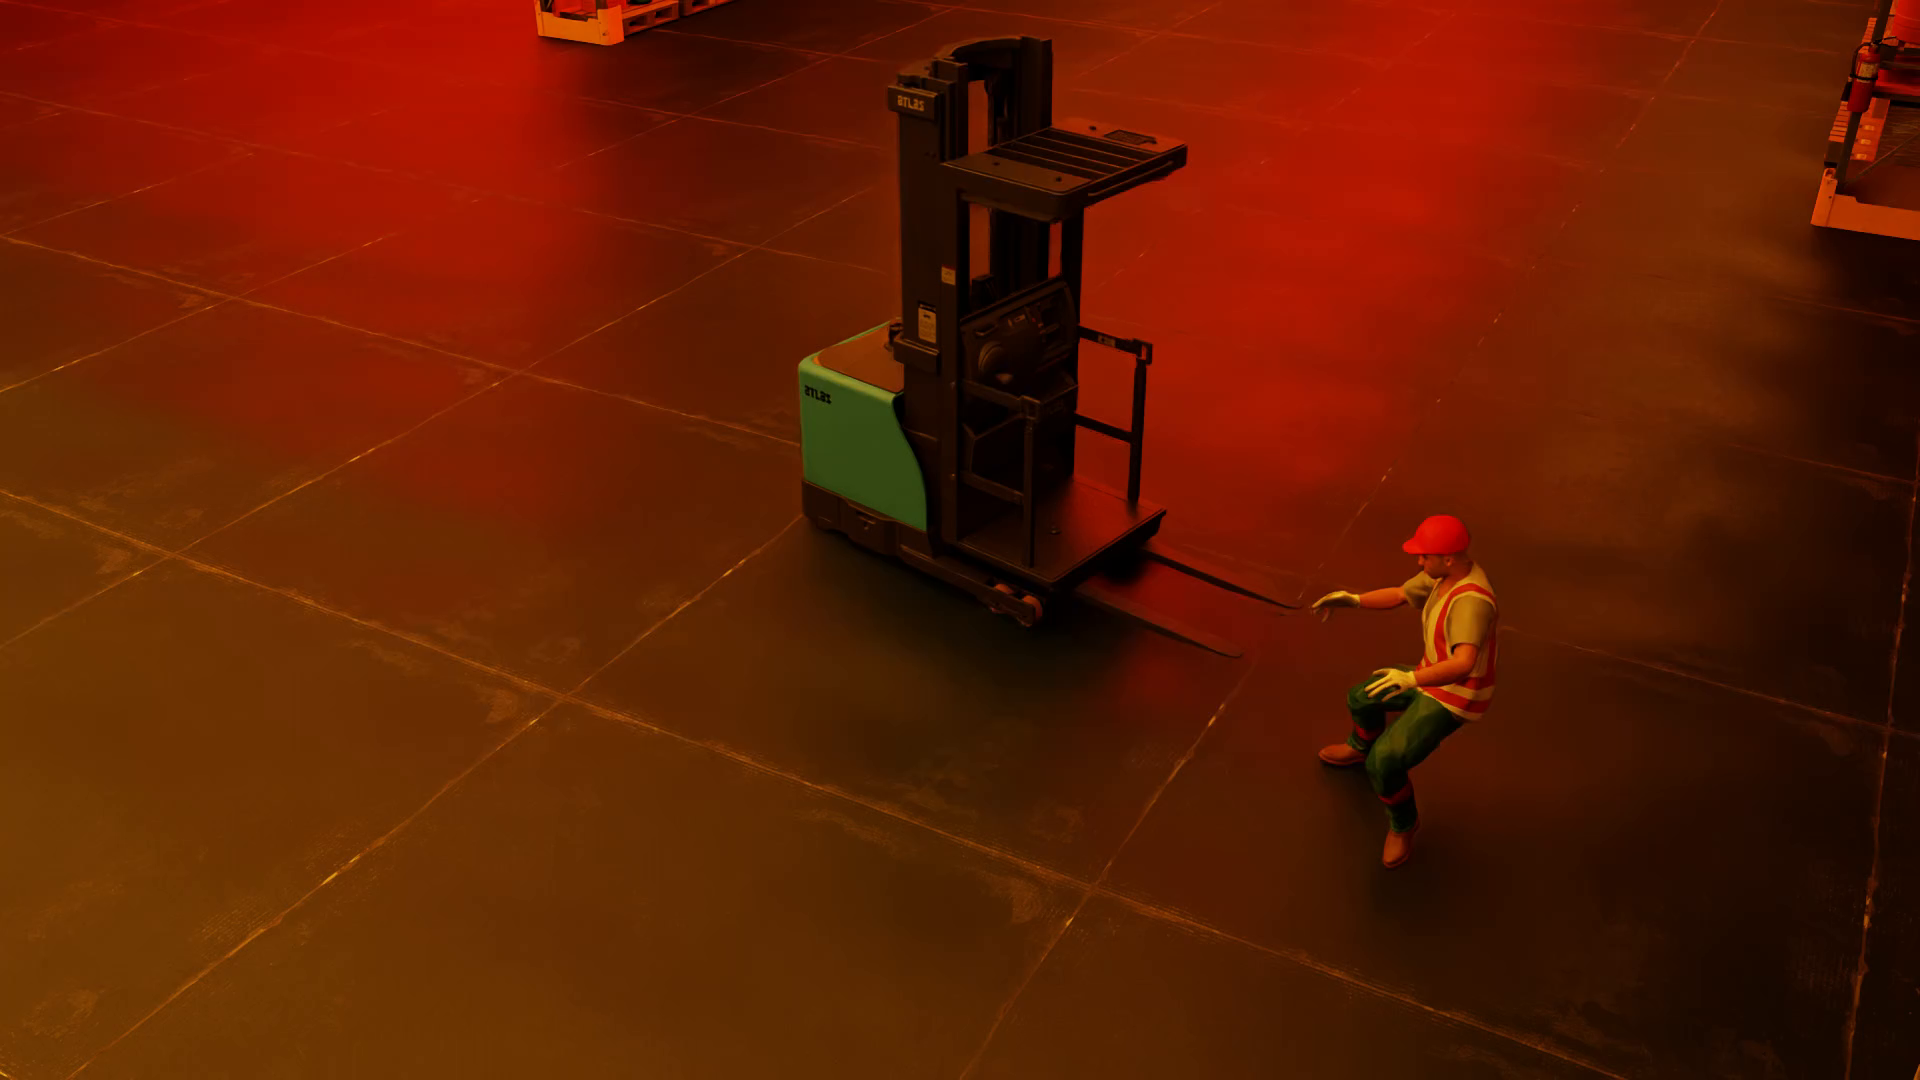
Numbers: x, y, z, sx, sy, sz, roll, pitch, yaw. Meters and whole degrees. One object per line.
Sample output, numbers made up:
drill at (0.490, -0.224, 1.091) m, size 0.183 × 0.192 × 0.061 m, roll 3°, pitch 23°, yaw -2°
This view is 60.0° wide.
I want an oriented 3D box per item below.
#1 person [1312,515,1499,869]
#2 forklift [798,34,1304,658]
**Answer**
person at (1.950, 0.618, 7.374) m, size 0.774 × 1.564 × 1.006 m, roll 3°, pitch 30°, yaw 4°
forklift at (0.486, -1.091, 8.962) m, size 3.031 × 2.935 × 1.130 m, roll 23°, pitch 37°, yaw 34°
